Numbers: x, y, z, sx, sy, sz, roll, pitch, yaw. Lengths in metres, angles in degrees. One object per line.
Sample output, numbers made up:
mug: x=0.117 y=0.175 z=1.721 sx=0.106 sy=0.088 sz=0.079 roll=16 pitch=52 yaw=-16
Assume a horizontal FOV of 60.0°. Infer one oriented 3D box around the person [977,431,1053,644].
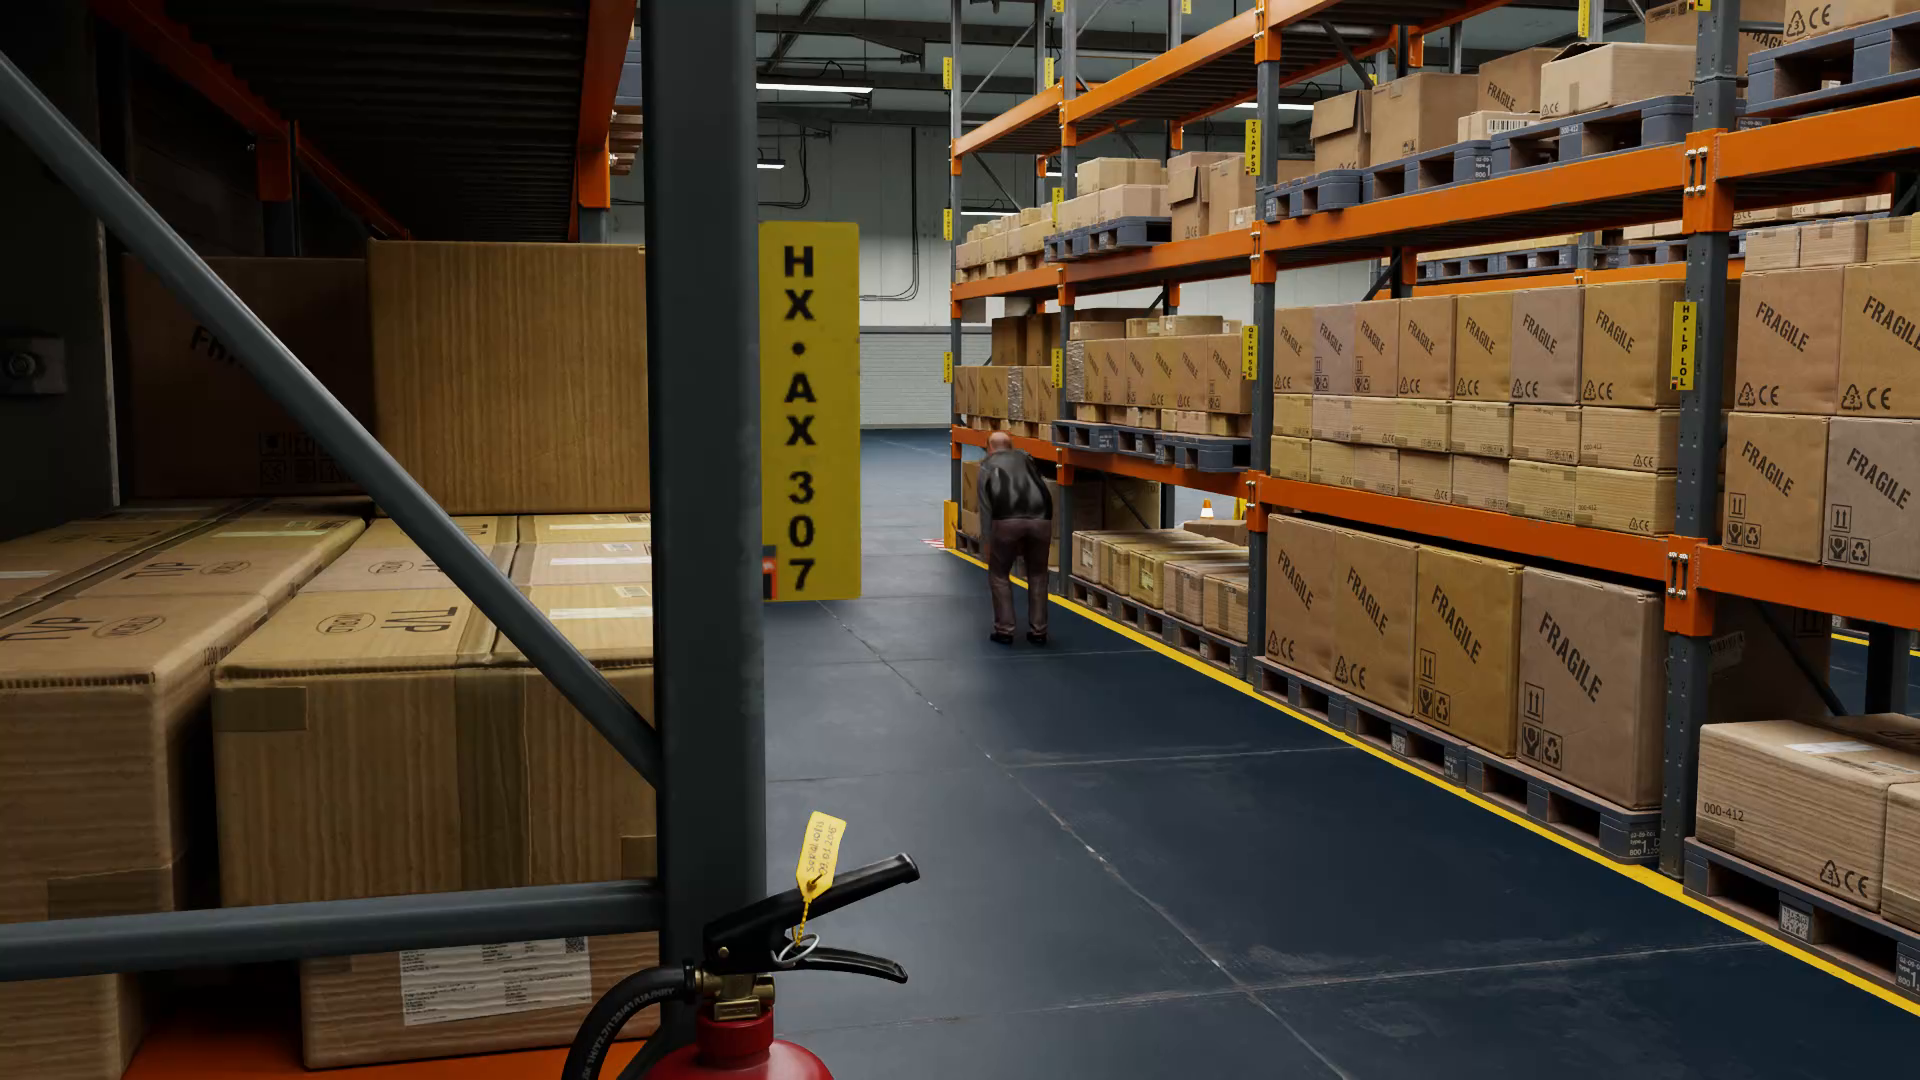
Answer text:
person: x=0.371 y=-0.026 z=11.948 sx=0.468 sy=1.486 sz=0.800 roll=-2 pitch=6 yaw=-15
